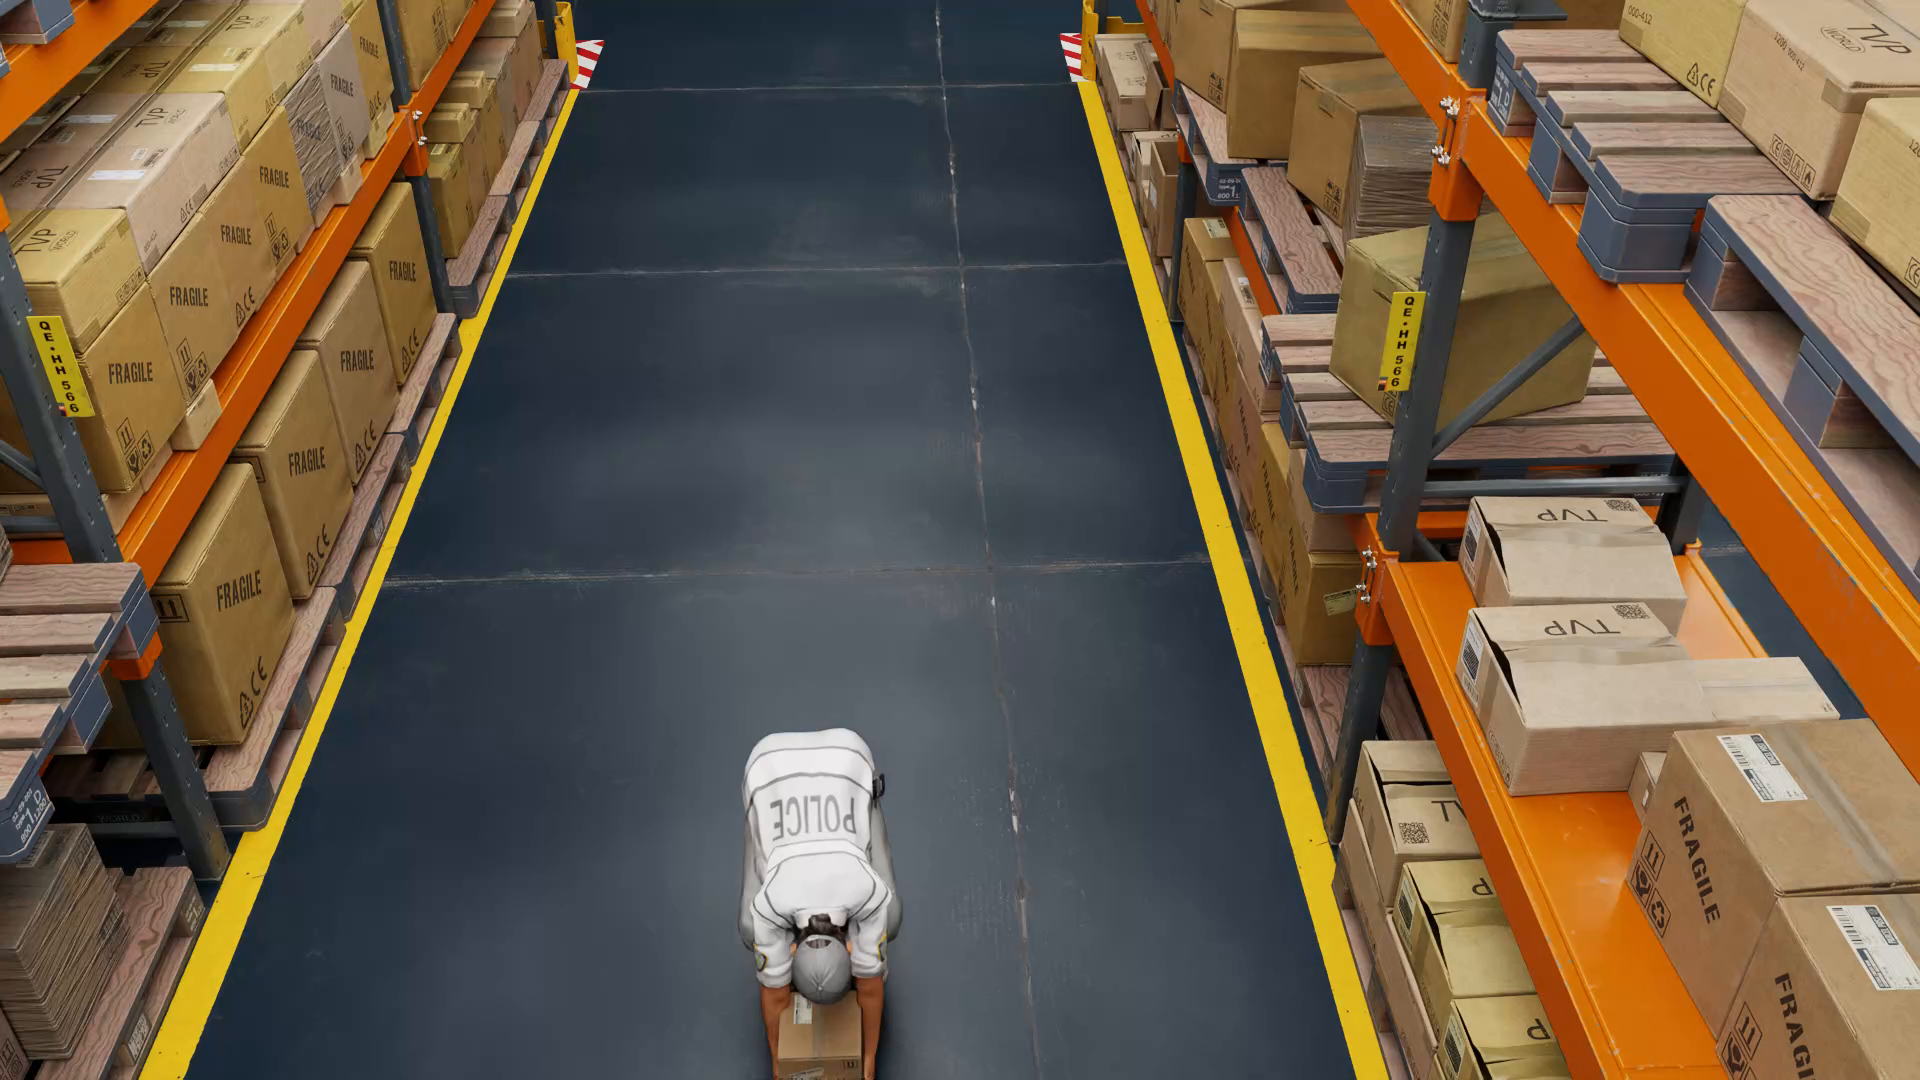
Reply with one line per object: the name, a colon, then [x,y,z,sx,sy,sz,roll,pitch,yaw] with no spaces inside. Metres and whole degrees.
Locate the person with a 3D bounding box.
person: [-0.439,1.152,5.200,0.520,0.886,0.915,-3,36,-4]
